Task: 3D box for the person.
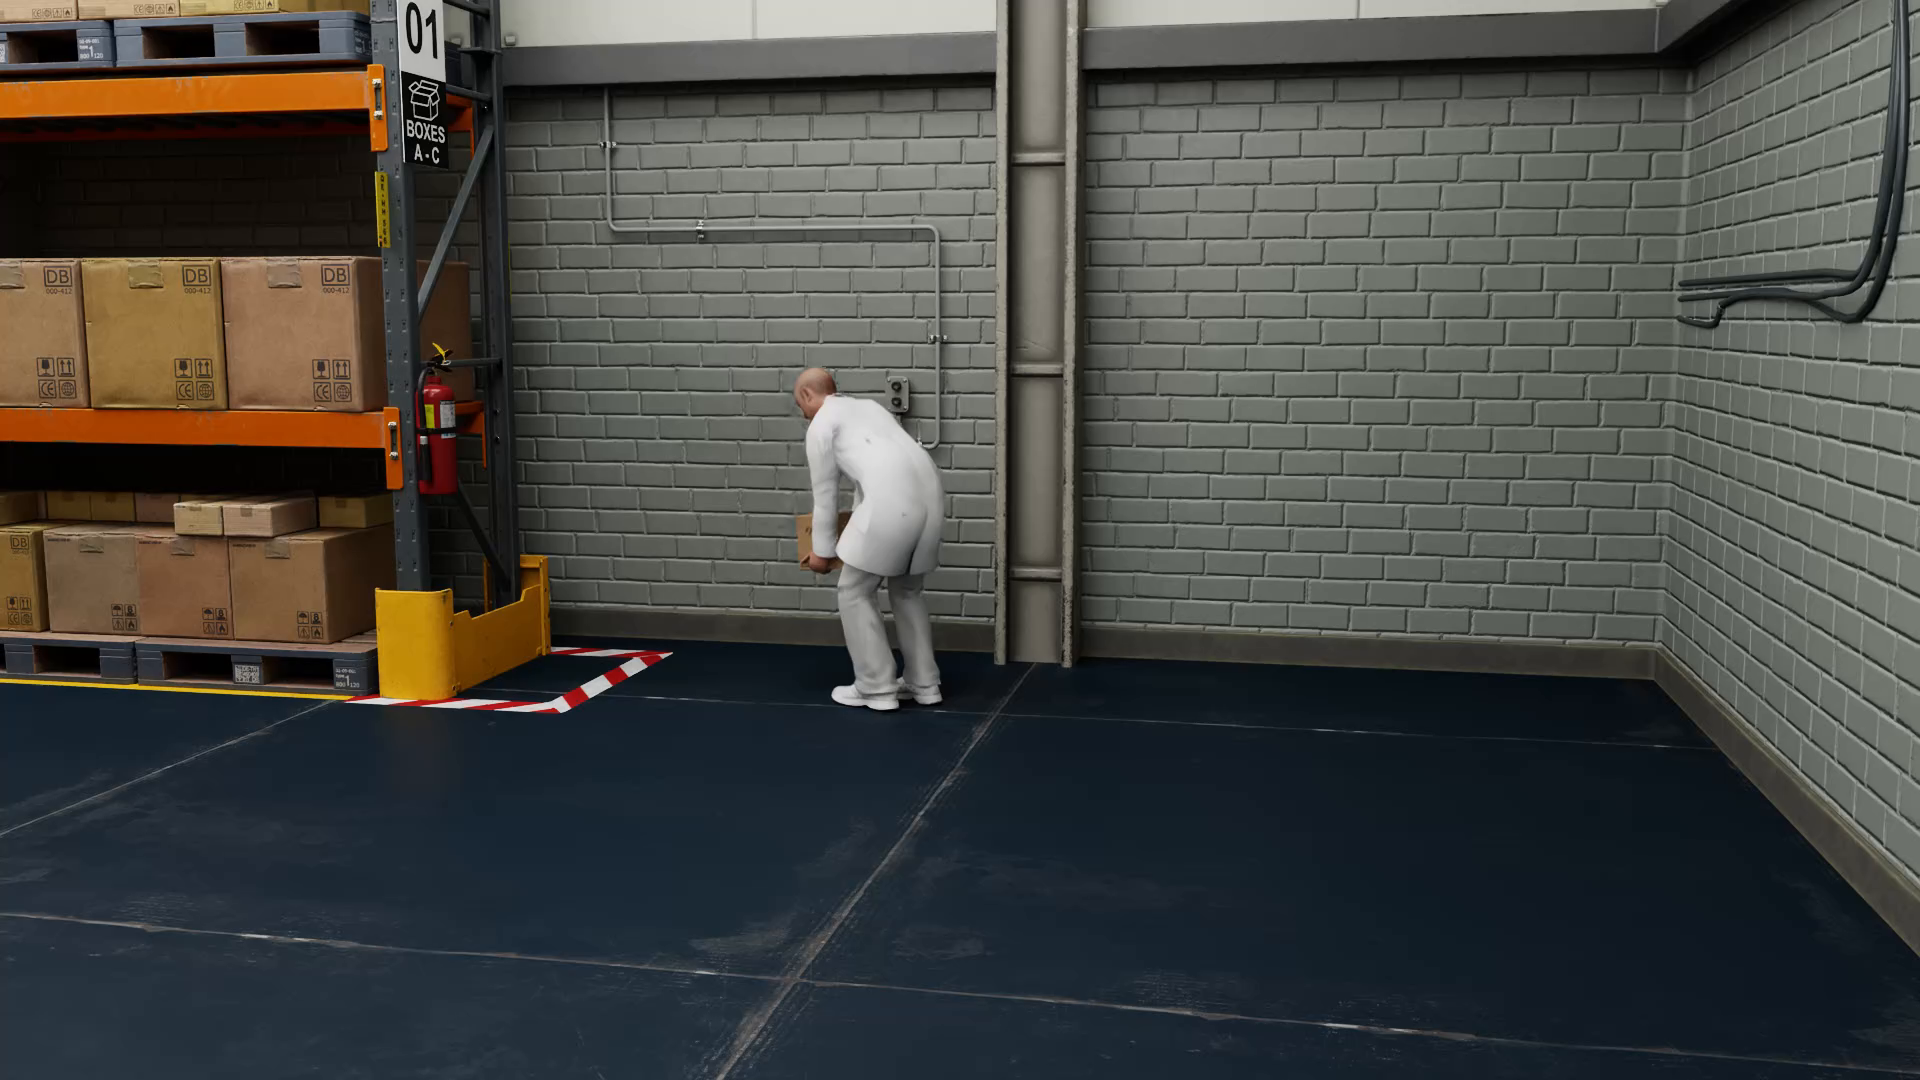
[{"bbox_3d":[-0.427,-0.020,7.518,0.806,1.508,0.547,7,11,42],"label":"person"}]
